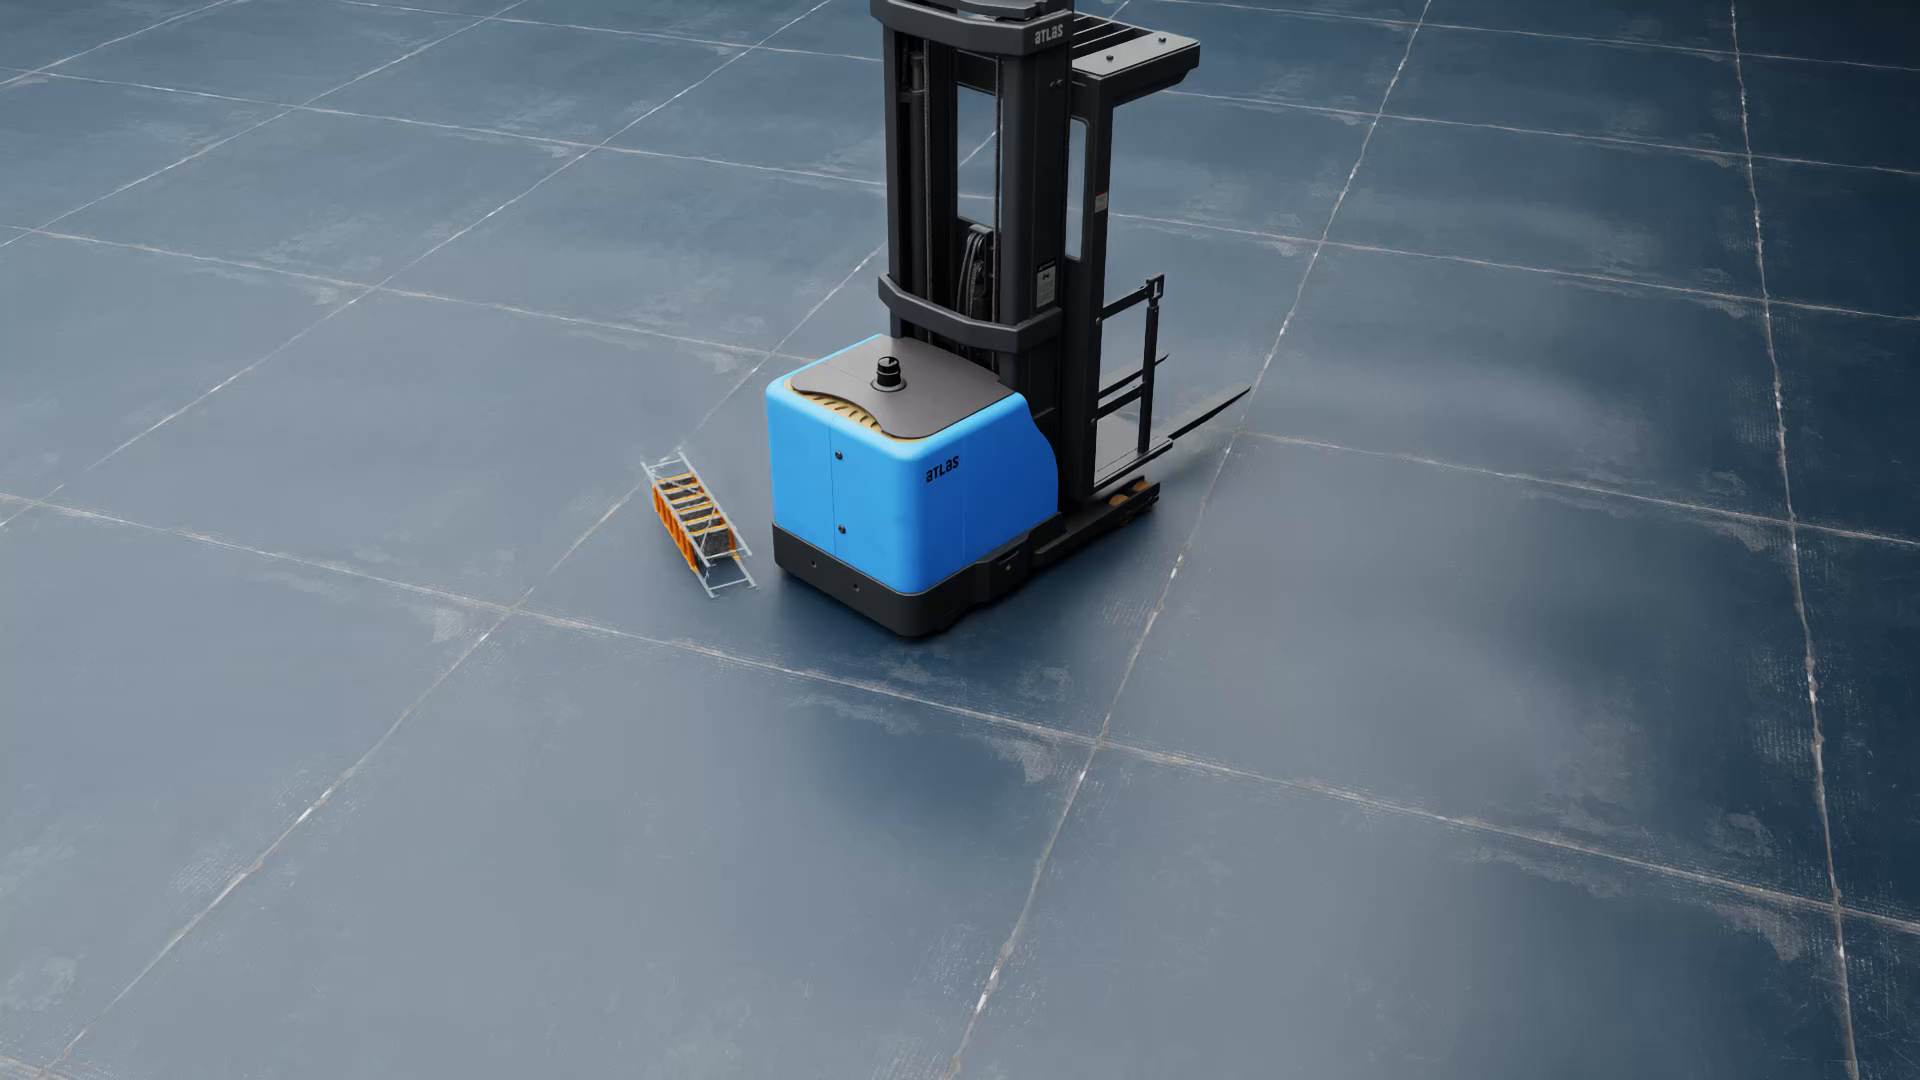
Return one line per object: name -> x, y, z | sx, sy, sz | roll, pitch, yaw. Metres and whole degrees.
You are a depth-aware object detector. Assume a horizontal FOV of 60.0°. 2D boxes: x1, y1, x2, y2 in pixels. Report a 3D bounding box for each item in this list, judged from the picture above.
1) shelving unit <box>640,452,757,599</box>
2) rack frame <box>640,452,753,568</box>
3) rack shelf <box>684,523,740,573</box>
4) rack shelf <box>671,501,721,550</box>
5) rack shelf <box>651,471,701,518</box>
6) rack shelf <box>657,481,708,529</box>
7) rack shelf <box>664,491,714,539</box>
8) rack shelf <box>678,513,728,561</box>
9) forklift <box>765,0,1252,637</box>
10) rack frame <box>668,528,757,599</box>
shelving unit -> -1.386, -0.097, 8.722 | 0.258, 0.189, 1.200 | -15, 34, -20
rack frame -> -1.389, -0.175, 8.673 | 0.240, 0.006, 1.200 | -15, 34, -20
rack shelf -> -1.266, 0.036, 8.501 | 0.258, 0.180, 0.103 | -15, 34, -20
rack shelf -> -1.368, -0.076, 8.687 | 0.258, 0.180, 0.103 | -15, 34, -20
rack shelf -> -1.520, -0.245, 8.966 | 0.258, 0.180, 0.103 | -15, 34, -20
rack shelf -> -1.469, -0.188, 8.873 | 0.258, 0.180, 0.103 | -15, 34, -20
rack shelf -> -1.418, -0.132, 8.780 | 0.258, 0.180, 0.103 | -15, 34, -20
rack shelf -> -1.317, -0.020, 8.594 | 0.258, 0.180, 0.103 | -15, 34, -20
forklift -> 0.431, -1.479, 8.338 | 1.130, 2.935, 3.031 | 27, 42, 35
rack frame -> -1.384, -0.019, 8.770 | 0.240, 0.006, 1.200 | -15, 34, -20
